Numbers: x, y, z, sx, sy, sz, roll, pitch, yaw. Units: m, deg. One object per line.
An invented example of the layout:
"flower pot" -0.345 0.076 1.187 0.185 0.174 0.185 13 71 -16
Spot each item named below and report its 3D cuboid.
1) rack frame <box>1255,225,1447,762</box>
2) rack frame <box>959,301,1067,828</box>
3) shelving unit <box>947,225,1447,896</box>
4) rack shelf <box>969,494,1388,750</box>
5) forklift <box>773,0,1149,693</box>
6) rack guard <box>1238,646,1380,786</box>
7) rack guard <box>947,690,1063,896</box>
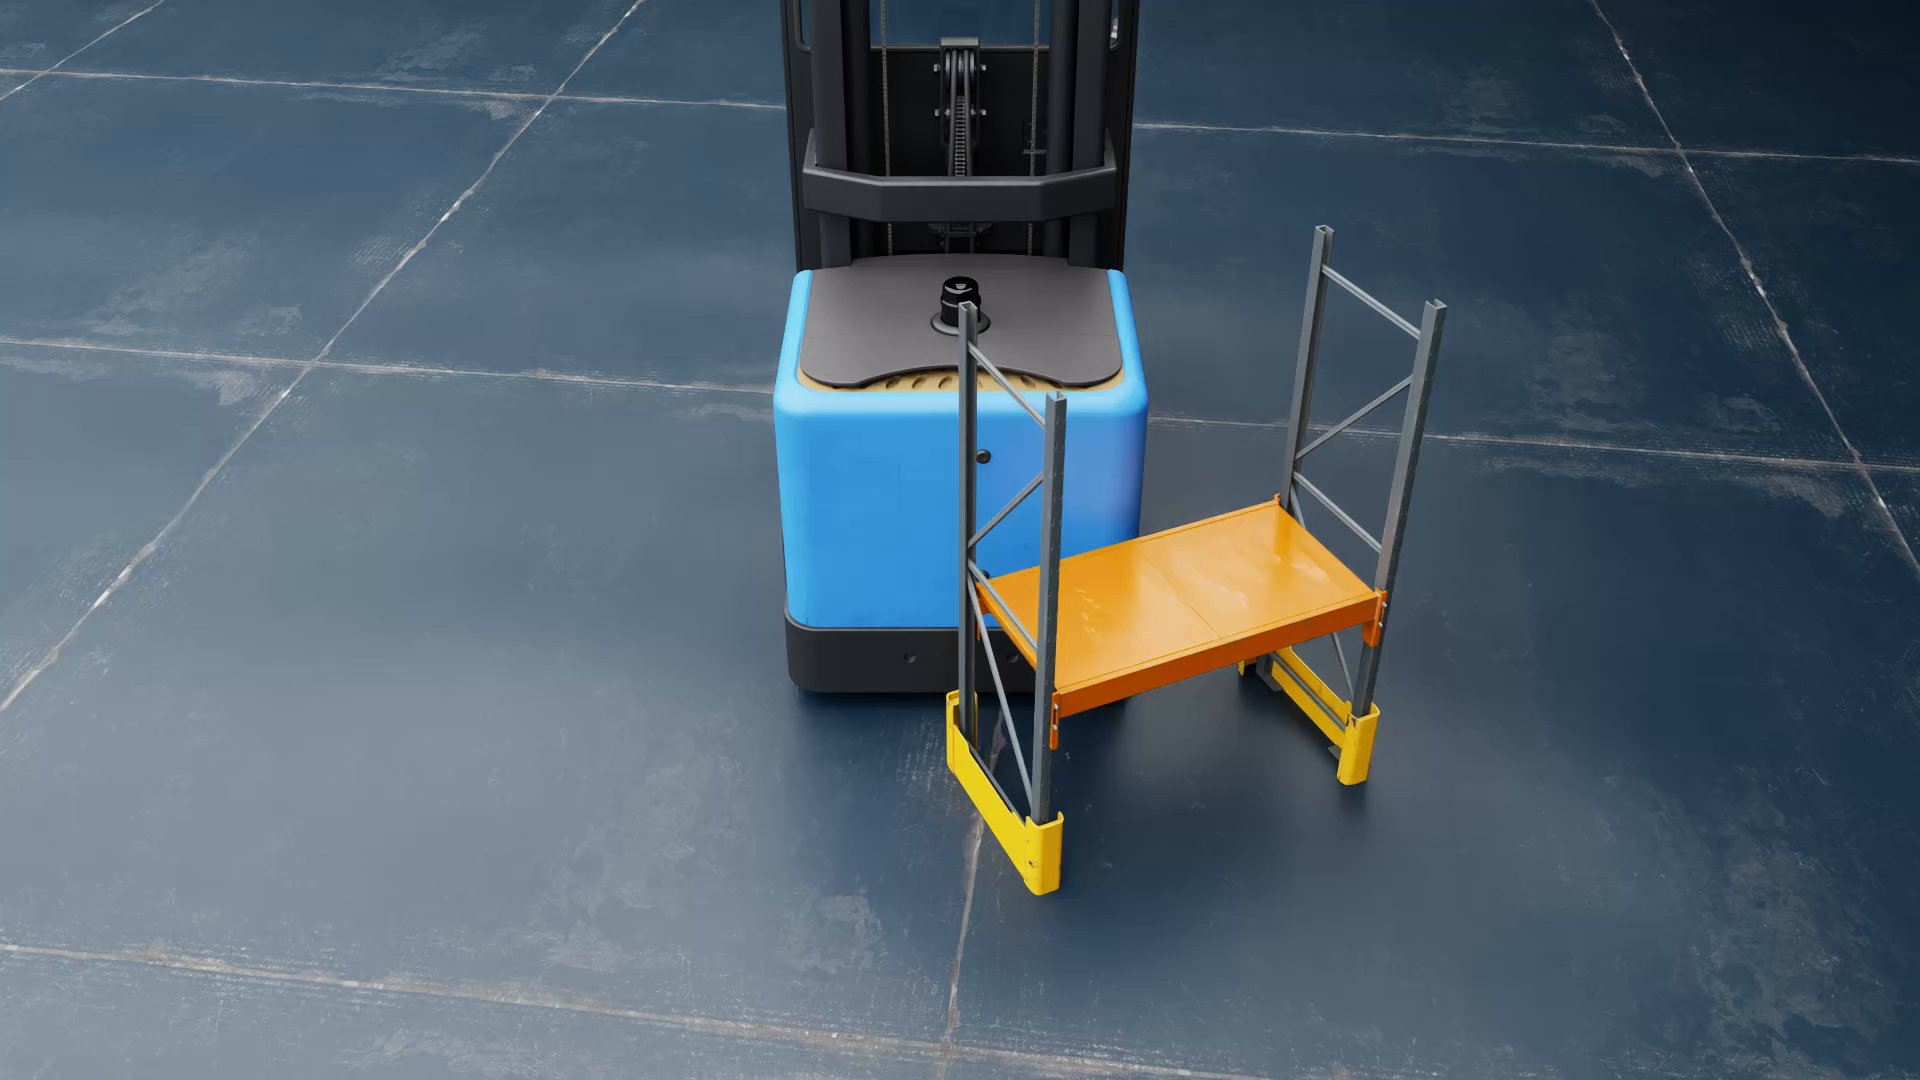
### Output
"rack frame" 1.037 -0.072 4.559 0.032 1.500 0.500 -15 38 -20
"rack frame" 0.114 0.175 4.213 0.032 1.500 0.500 -15 38 -20
"shelving unit" 0.567 0.054 4.383 1.083 1.500 0.587 -15 38 -20
"rack shelf" 0.576 0.198 4.491 1.000 0.185 0.538 -15 38 -20
"forklift" -0.002 -1.557 5.408 1.130 2.935 3.031 0 36 0
"rack guard" 1.020 0.441 4.916 0.087 0.250 0.587 -15 38 -20
"rack guard" 0.115 0.683 4.577 0.087 0.250 0.587 -15 38 -20
